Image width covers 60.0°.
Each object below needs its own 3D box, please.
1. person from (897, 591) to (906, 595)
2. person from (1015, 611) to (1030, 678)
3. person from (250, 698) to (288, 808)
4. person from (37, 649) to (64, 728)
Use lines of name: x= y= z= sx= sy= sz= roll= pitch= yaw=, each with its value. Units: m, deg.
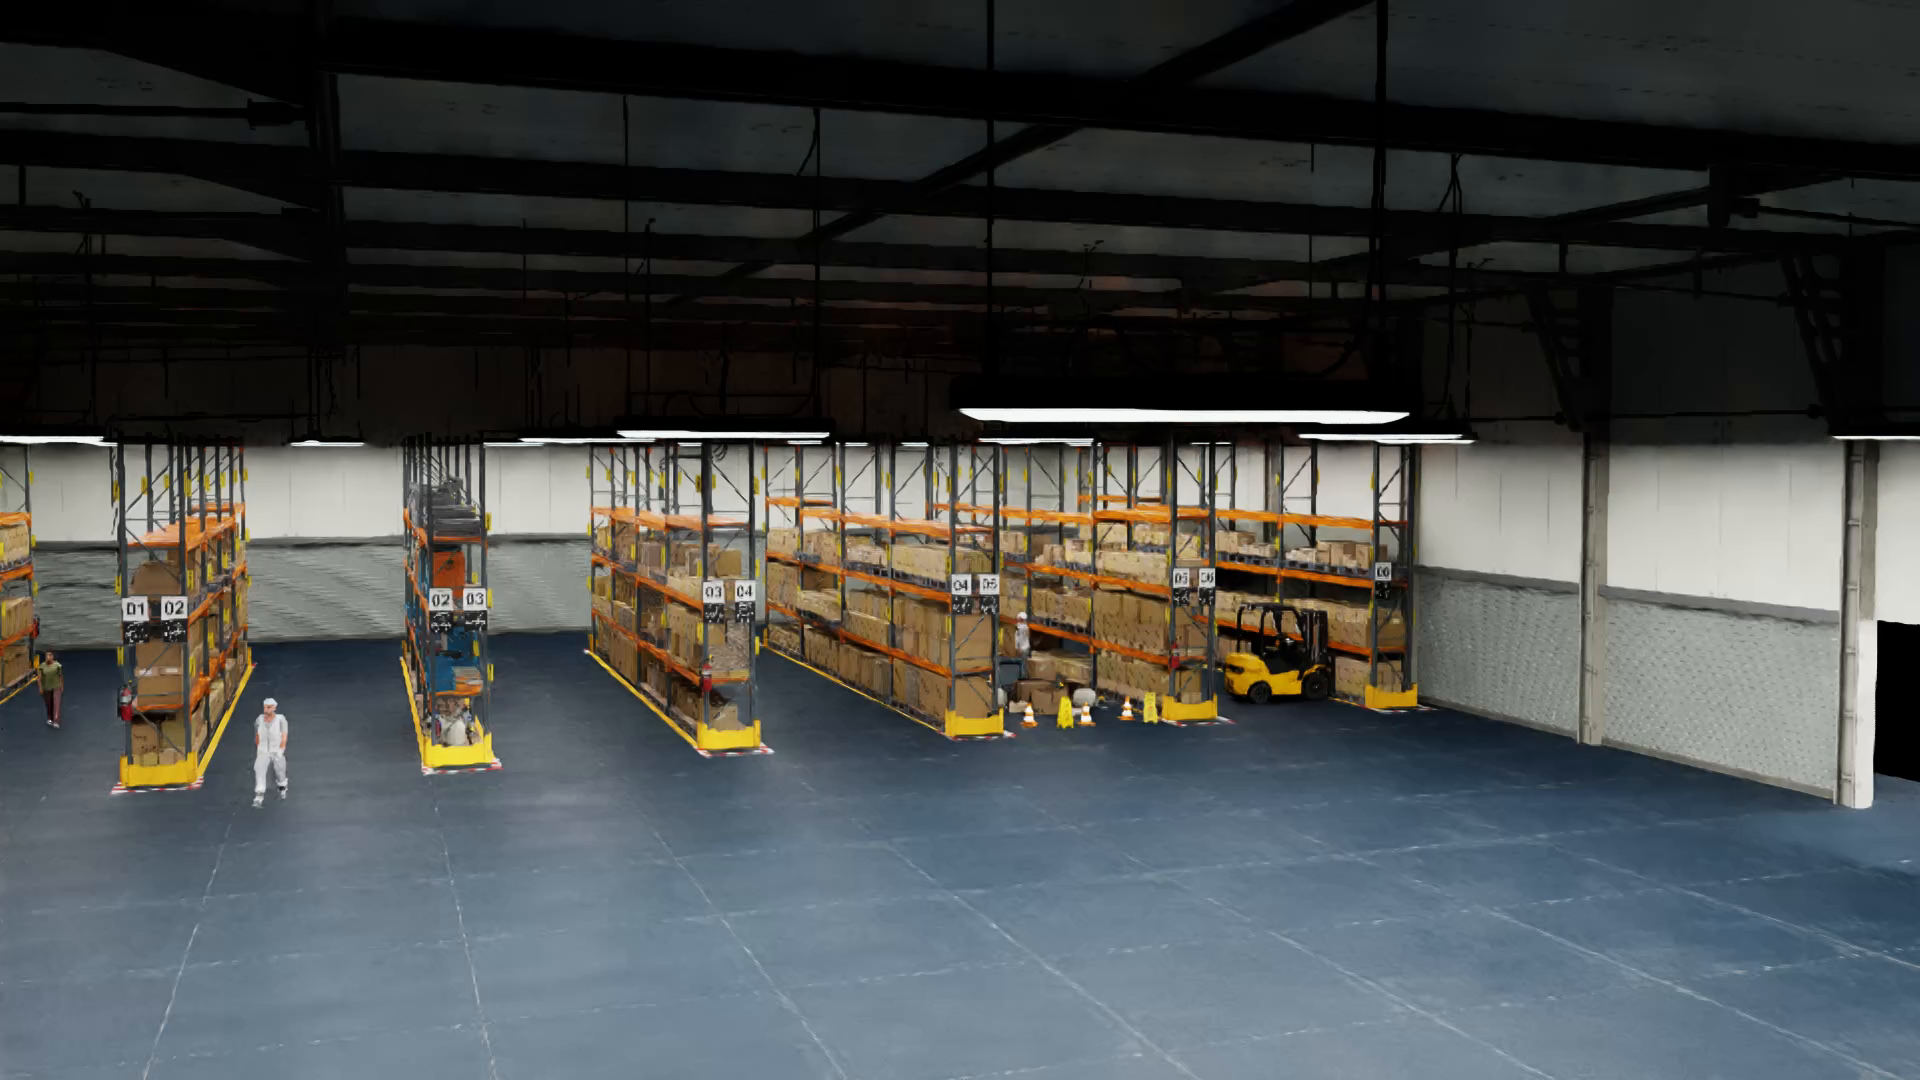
person: x=-1.665 y=2.276 z=46.918 sx=0.522 sy=1.668 sz=0.564 roll=0 pitch=3 yaw=-2
person: x=1.468 y=2.603 z=40.076 sx=0.570 sy=1.768 sz=0.626 roll=0 pitch=3 yaw=5
person: x=-10.997 y=3.372 z=26.544 sx=0.534 sy=1.726 sz=1.038 roll=-1 pitch=3 yaw=-10
person: x=-18.605 y=3.021 z=33.995 sx=0.451 sy=1.581 sz=1.097 roll=-1 pitch=3 yaw=-21
